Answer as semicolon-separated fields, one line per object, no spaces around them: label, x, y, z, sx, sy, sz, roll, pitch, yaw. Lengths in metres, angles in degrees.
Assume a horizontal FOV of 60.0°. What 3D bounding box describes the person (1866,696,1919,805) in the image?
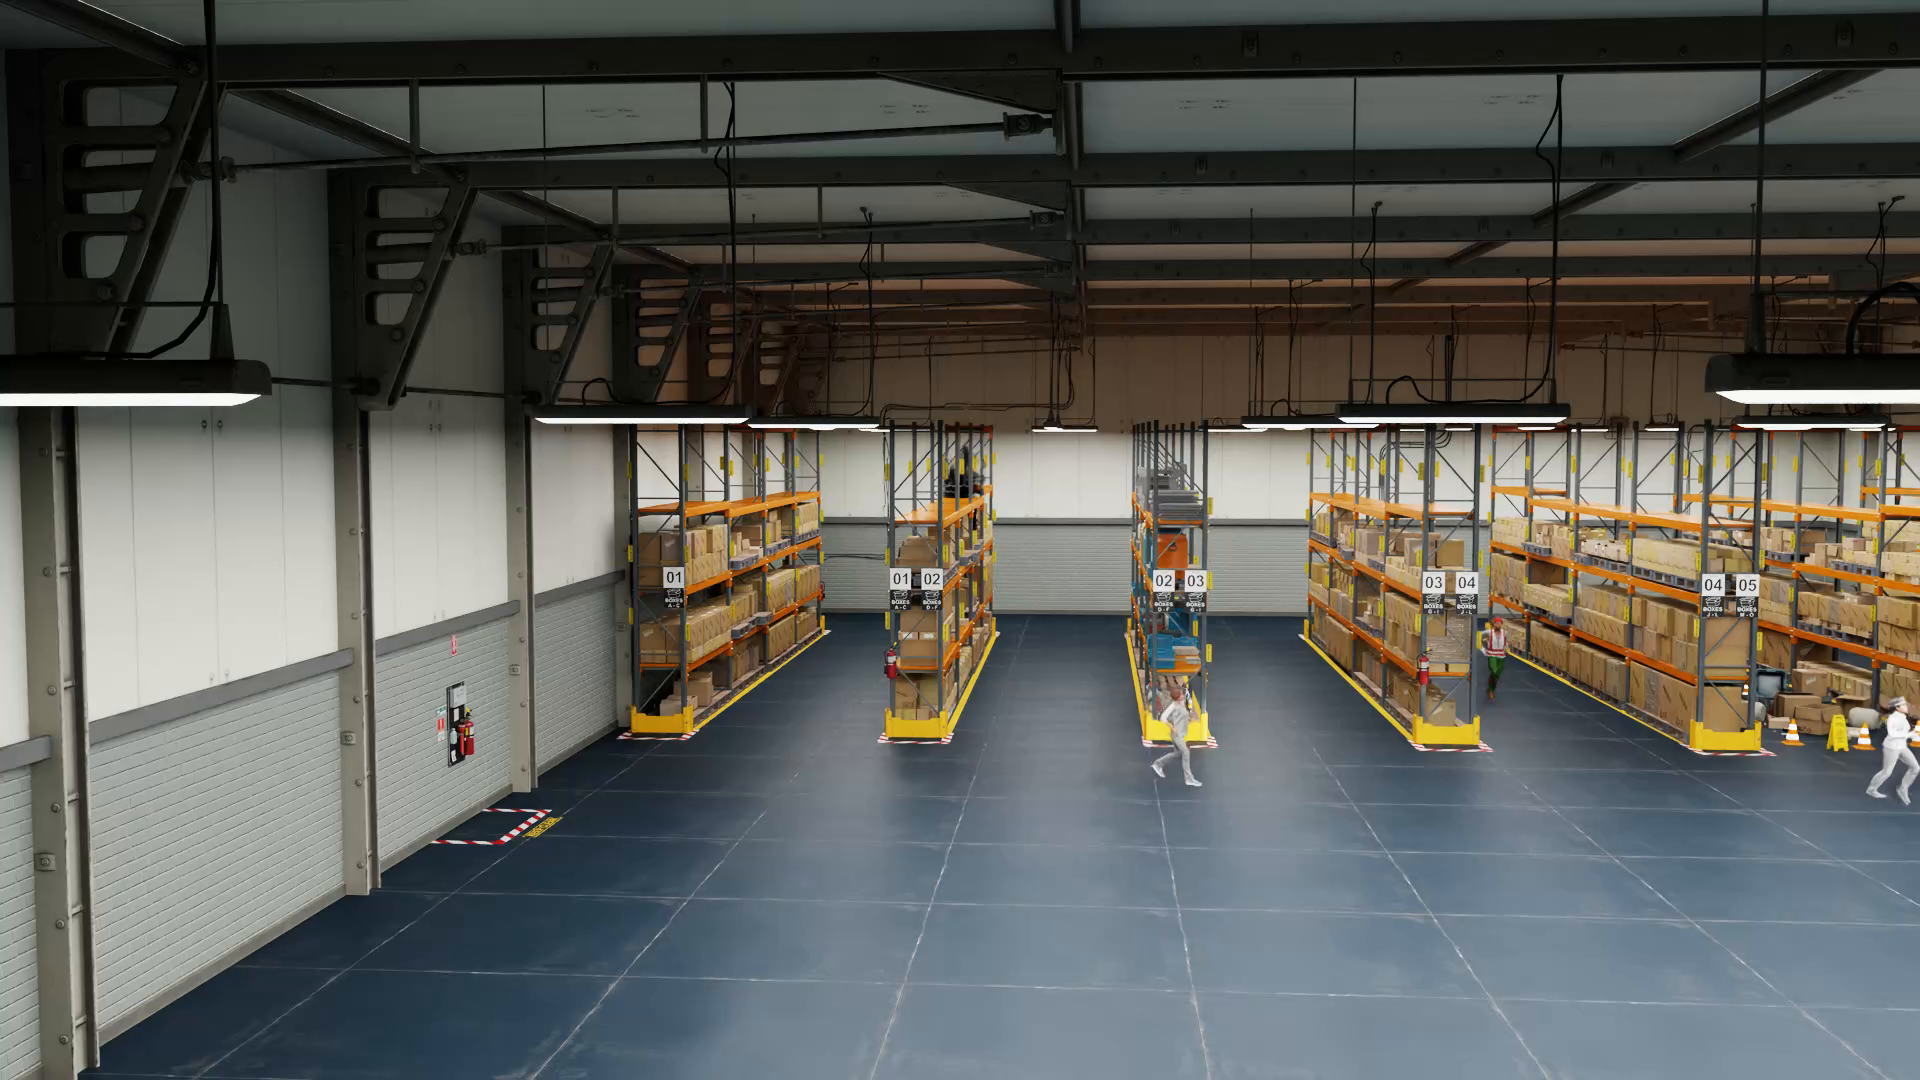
person;14.479;3.259;25.804;0.594;1.706;0.752;-3;5;-38

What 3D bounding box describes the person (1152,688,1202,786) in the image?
person;3.541;3.193;27.136;0.886;1.578;0.541;2;4;25

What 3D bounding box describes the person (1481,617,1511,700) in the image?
person;11.621;2.557;36.051;0.640;1.784;0.765;0;4;-5
